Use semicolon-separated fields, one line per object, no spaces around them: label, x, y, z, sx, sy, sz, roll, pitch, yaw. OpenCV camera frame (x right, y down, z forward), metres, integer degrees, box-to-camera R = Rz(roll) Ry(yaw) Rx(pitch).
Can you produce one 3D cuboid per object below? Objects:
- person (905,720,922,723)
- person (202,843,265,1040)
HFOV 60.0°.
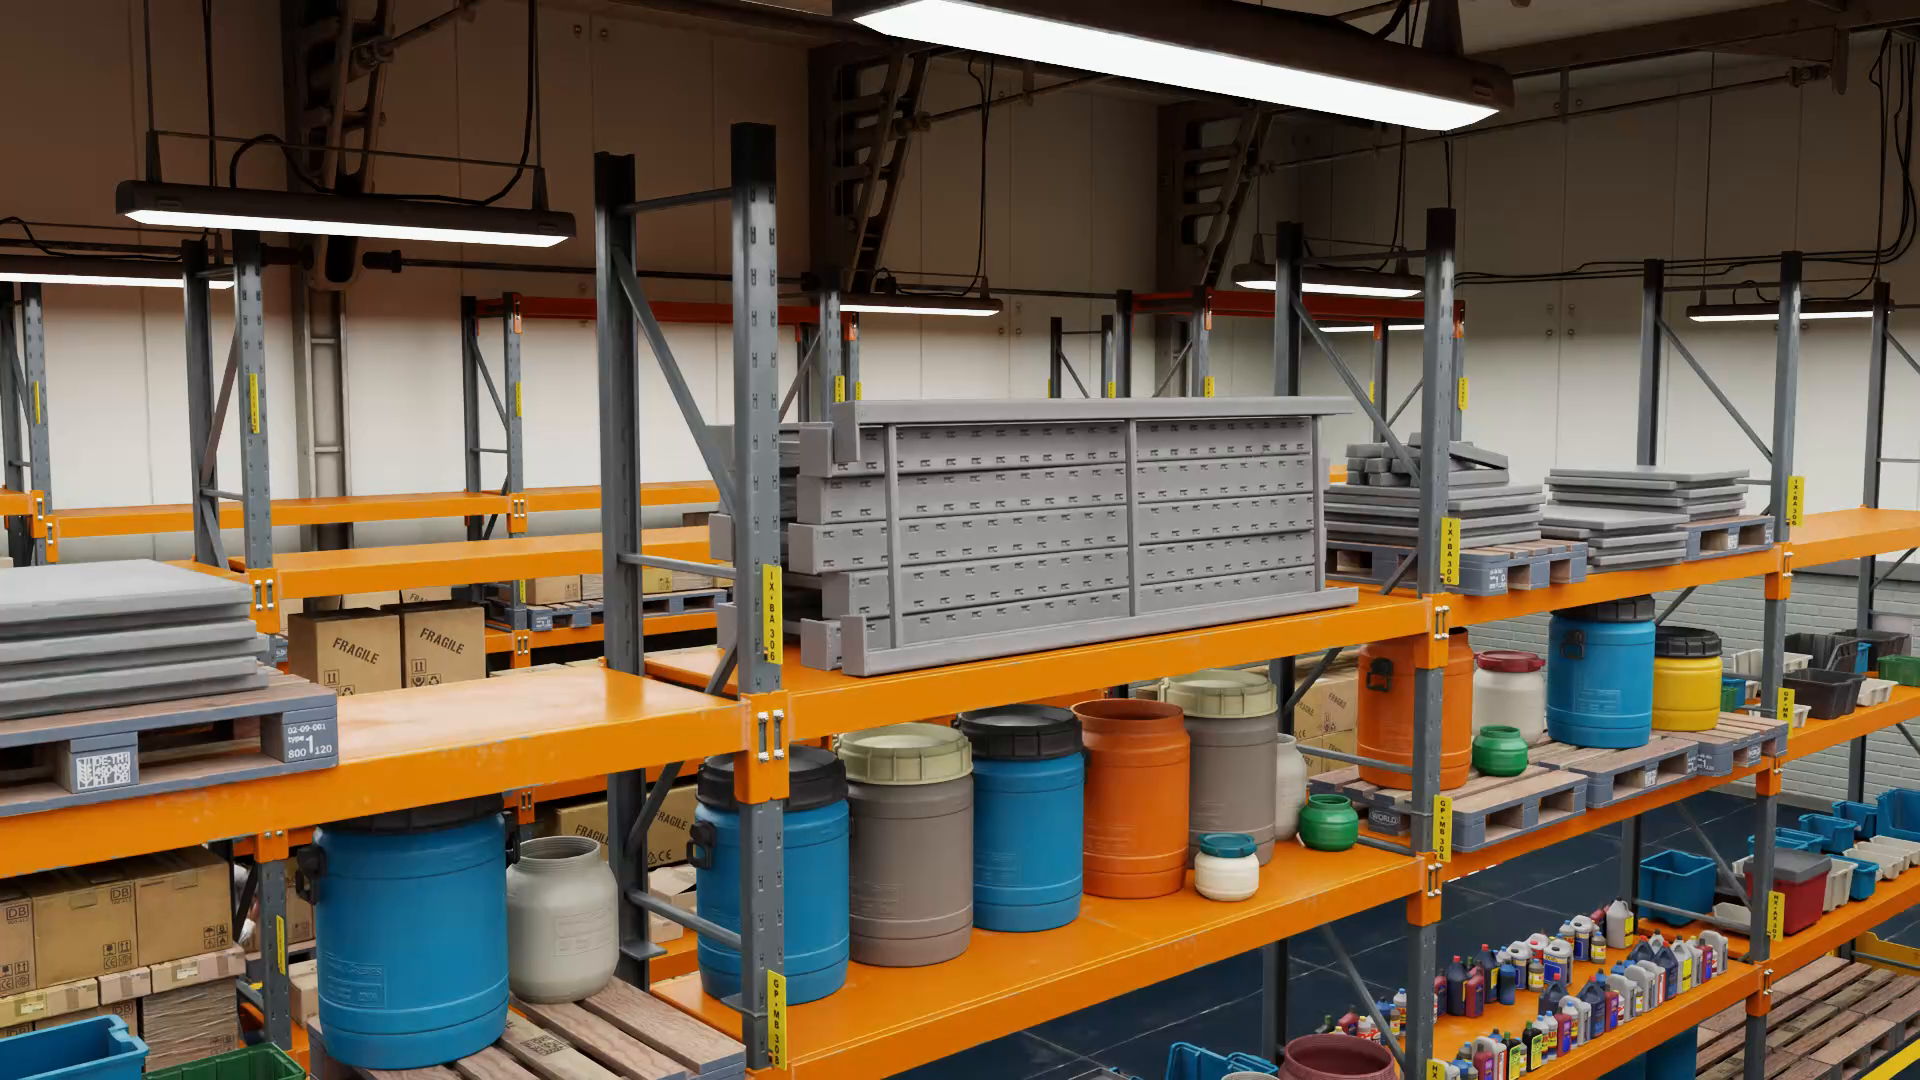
person;-0.545;2.636;17.627;0.877;1.730;0.697;-2;6;-23
person;-5.657;3.080;12.773;0.648;1.761;0.850;2;6;17
